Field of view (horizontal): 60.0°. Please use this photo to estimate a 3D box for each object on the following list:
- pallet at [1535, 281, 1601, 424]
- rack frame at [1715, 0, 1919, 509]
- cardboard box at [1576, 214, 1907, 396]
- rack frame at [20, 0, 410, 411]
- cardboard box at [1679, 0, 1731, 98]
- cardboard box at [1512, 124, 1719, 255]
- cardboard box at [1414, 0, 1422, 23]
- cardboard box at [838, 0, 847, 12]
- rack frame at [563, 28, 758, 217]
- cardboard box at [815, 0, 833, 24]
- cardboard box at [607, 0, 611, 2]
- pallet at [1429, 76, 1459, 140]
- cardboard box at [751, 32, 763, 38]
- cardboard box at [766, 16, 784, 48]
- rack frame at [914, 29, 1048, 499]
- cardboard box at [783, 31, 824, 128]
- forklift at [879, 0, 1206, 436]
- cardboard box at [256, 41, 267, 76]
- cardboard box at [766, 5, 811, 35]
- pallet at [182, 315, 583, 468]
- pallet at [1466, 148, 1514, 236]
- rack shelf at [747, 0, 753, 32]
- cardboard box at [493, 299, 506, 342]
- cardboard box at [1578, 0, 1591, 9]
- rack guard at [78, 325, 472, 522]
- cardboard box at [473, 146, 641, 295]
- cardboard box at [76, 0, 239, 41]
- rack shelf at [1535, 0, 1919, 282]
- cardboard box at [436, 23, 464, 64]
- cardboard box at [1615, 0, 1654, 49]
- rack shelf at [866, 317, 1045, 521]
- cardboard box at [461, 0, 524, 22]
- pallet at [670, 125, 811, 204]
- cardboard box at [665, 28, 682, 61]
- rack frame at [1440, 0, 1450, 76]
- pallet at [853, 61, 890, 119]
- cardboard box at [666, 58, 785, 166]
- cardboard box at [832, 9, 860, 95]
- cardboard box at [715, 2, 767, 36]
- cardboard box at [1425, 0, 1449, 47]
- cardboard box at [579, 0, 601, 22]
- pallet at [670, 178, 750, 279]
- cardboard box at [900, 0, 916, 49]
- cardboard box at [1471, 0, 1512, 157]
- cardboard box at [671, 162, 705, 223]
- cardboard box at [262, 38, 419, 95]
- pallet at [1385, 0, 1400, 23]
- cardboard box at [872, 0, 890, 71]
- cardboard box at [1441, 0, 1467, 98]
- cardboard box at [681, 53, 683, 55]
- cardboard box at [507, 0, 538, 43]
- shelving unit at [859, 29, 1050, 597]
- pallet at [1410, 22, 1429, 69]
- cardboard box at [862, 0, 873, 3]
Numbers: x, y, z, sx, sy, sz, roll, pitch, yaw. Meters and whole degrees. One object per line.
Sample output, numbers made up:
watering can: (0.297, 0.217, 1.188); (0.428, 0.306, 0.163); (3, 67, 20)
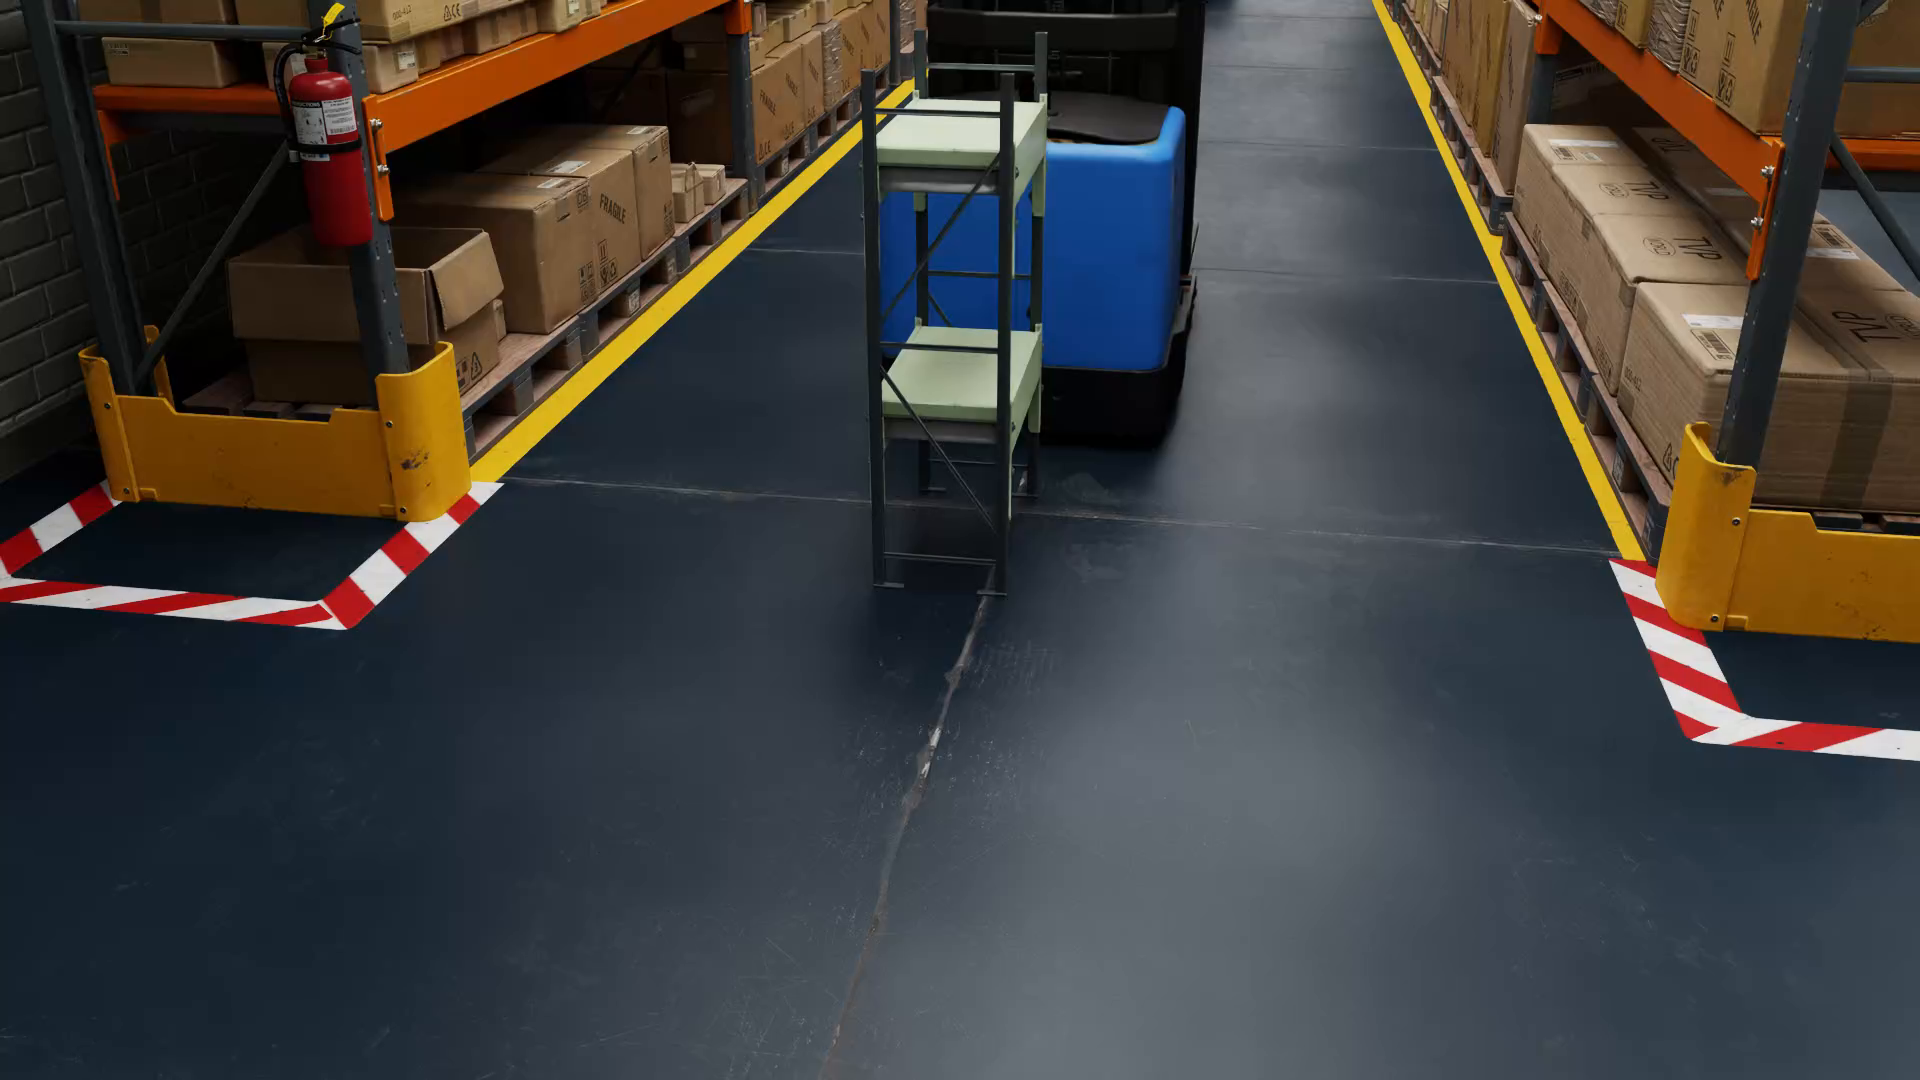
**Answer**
pallet: (2.893, -0.735, 6.571); (1.003, 0.211, 1.213); (4, 25, 9)
rack frame: (2.638, -1.149, 4.167); (1.000, 3.000, 0.127); (4, 25, 9)
cardboard box: (2.789, -0.845, 6.045); (0.875, 0.438, 0.875); (5, 25, 10)
rack frame: (-2.259, -1.492, 4.898); (1.000, 3.000, 0.127); (4, 25, 9)
cardboard box: (2.553, -1.624, 5.062); (0.500, 0.500, 0.500); (3, 25, 7)
cardboard box: (3.083, -1.597, 7.650); (0.875, 0.438, 0.875); (4, 25, 8)
cardboard box: (4.402, -4.648, 14.245); (0.950, 0.372, 0.625); (6, 26, 12)
cardboard box: (-0.971, -3.635, 11.165); (0.380, 0.149, 0.250); (5, 26, 10)
rack frame: (-1.606, -3.165, 8.472); (1.000, 3.000, 0.127); (4, 25, 9)
cardboard box: (-1.027, -3.413, 10.690); (0.380, 0.149, 0.250); (3, 25, 6)
cardboard box: (-1.685, -2.362, 7.055); (0.380, 0.149, 0.250); (4, 25, 9)
pallet: (3.742, -2.908, 11.213); (1.003, 0.211, 1.213); (4, 25, 9)
cardboard box: (-1.316, -2.769, 9.316); (0.380, 0.149, 0.250); (3, 25, 7)
cardboard box: (-1.254, -2.993, 9.794); (0.380, 0.149, 0.250); (4, 25, 8)
rack frame: (0.061, -0.835, 5.265); (0.400, 1.500, 0.023); (4, 25, 9)
cardboard box: (-1.142, -2.841, 10.235); (0.500, 0.500, 0.500); (3, 25, 7)
forklift: (0.458, -2.291, 6.688); (1.130, 2.935, 3.031); (4, 25, 9)
cardboard box: (-2.368, -1.637, 5.505); (0.380, 0.149, 0.250); (5, 26, 10)
cardboard box: (-1.133, -3.198, 10.233); (0.380, 0.149, 0.250); (5, 26, 10)
pallet: (-2.118, -0.594, 6.270); (1.003, 0.211, 1.213); (4, 25, 9)
pallet: (3.344, -1.887, 9.033); (1.003, 0.211, 1.213); (4, 25, 9)
rack shelf: (-1.279, -3.675, 10.412); (1.077, 0.370, 4.000); (4, 25, 9)
cardboard box: (-1.958, -0.815, 6.320); (0.380, 0.149, 0.250); (3, 25, 6)
cardboard box: (2.870, -2.479, 6.890); (0.500, 0.500, 0.500); (4, 25, 9)
rack guard: (-2.247, -0.391, 5.496); (1.175, 0.500, 0.348); (4, 25, 9)
cardboard box: (-1.703, -1.368, 7.087); (0.500, 0.500, 0.500); (4, 25, 9)
cardboard box: (-2.446, -1.769, 5.317); (0.500, 0.250, 0.500); (5, 26, 10)
rack shelf: (2.965, -1.660, 6.107); (1.077, 0.370, 4.000); (4, 25, 9)
cardboard box: (-1.931, -1.718, 5.679); (0.380, 0.149, 0.250); (4, 25, 8)
cardboard box: (2.699, -2.056, 5.987); (0.500, 0.500, 0.500); (5, 26, 10)
rack shelf: (0.001, -0.387, 5.076); (0.431, 0.370, 0.720); (4, 25, 9)
cardboard box: (-1.837, -1.940, 5.683); (0.500, 0.250, 0.500); (4, 25, 9)
pallet: (-1.510, -2.244, 9.796); (1.003, 0.211, 1.213); (4, 25, 9)
cardboard box: (-1.792, -2.801, 9.383); (0.380, 0.149, 0.250); (4, 25, 9)
rack frame: (3.945, -4.495, 11.315); (1.000, 3.000, 0.127); (4, 25, 9)
pallet: (-1.111, -3.265, 11.976); (1.003, 0.211, 1.213); (4, 25, 9)
cardboard box: (-1.305, -2.409, 9.312); (0.500, 0.500, 0.500); (5, 26, 11)
cardboard box: (-0.984, -3.276, 11.164); (0.500, 0.500, 0.500); (5, 26, 11)
cardboard box: (-1.290, -2.895, 9.233); (0.380, 0.149, 0.250); (3, 25, 6)
cardboard box: (4.160, -4.040, 12.947); (0.950, 0.372, 0.625); (4, 25, 8)
cardboard box: (-1.653, -2.143, 6.587); (0.380, 0.149, 0.250); (5, 25, 10)
pallet: (-1.719, -1.614, 8.450); (1.003, 0.211, 1.213); (4, 25, 9)
cardboard box: (-0.837, -4.212, 13.016); (0.875, 0.625, 0.625); (5, 26, 10)
cardboard box: (3.454, -2.693, 9.477); (0.875, 0.875, 0.875); (5, 26, 10)
cardboard box: (-1.465, -1.714, 8.103); (0.396, 0.266, 0.258); (5, 26, 10)
cardboard box: (-1.935, -1.496, 5.205); (0.380, 0.149, 0.250); (4, 25, 8)
pallet: (4.674, -5.189, 16.086); (1.003, 0.211, 1.213); (4, 25, 9)
cardboard box: (-0.809, -3.704, 12.078); (0.500, 0.500, 0.500); (5, 26, 10)
cardboard box: (3.751, -3.440, 11.072); (0.875, 0.875, 0.875); (4, 25, 8)
cardboard box: (-1.728, -2.655, 9.838); (0.500, 0.500, 0.500); (3, 25, 6)
cardboard box: (-1.791, -1.931, 6.134); (0.380, 0.149, 0.250); (4, 25, 9)
shelving unit: (0.001, -0.682, 4.938); (0.431, 1.500, 0.755); (4, 25, 9)
pallet: (4.276, -4.068, 13.691); (1.003, 0.211, 1.213); (4, 25, 9)
cardboard box: (-0.797, -3.849, 11.623); (0.380, 0.149, 0.250); (3, 25, 6)
